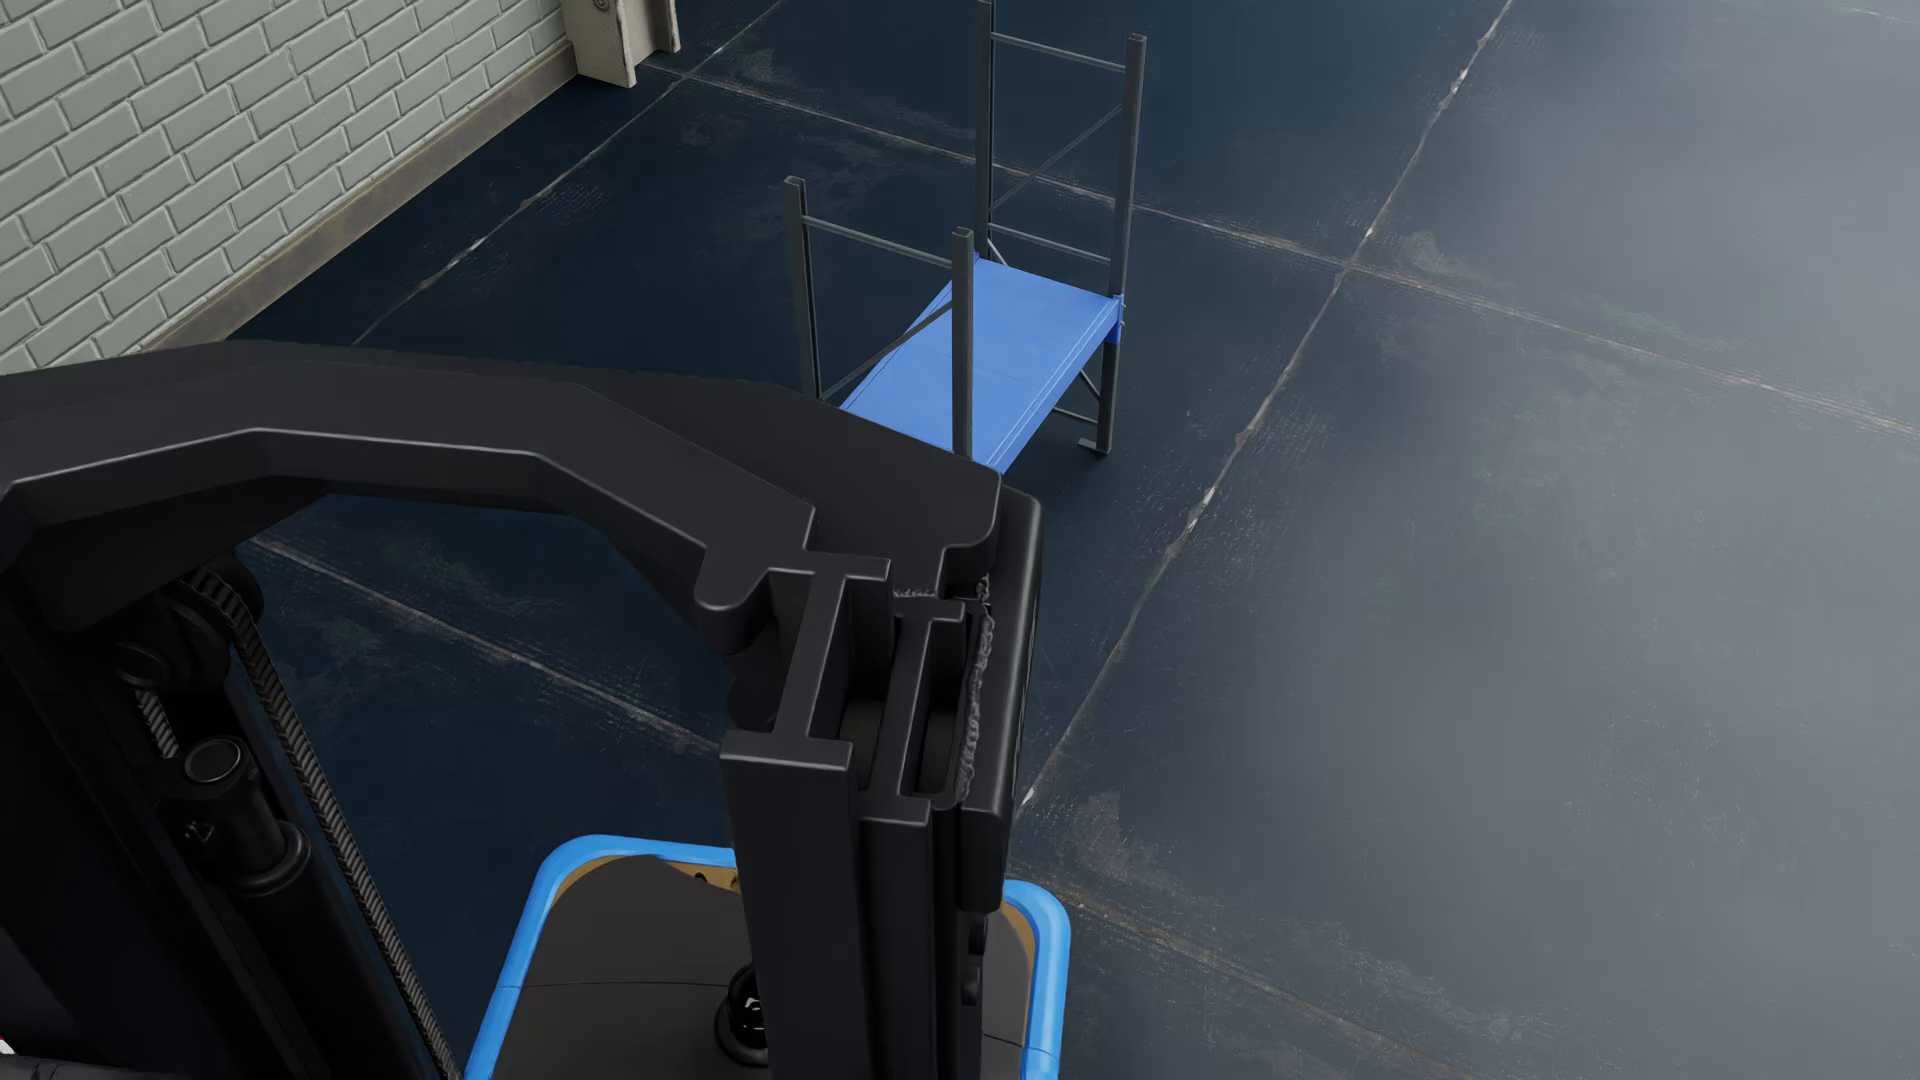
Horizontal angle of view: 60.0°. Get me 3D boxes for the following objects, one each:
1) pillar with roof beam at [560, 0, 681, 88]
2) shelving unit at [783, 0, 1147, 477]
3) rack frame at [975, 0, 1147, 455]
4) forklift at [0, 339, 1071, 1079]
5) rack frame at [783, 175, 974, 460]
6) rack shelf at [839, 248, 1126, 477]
[{"bbox_3d":[2.342,-3.867,2.745,9.100,9.000,0.400,20,49,19],"label":"pillar with roof beam"},{"bbox_3d":[0.040,-0.581,4.770,0.538,1.500,1.048,20,49,19],"label":"shelving unit"},{"bbox_3d":[0.276,-0.901,5.086,0.500,1.500,0.032,20,49,19],"label":"rack frame"},{"bbox_3d":[-0.482,1.367,1.838,1.130,2.935,3.031,5,46,5],"label":"forklift"},{"bbox_3d":[-0.196,-0.261,4.453,0.500,1.500,0.032,20,49,19],"label":"rack frame"},{"bbox_3d":[0.040,-0.455,4.898,0.538,0.185,1.000,20,49,19],"label":"rack shelf"}]
